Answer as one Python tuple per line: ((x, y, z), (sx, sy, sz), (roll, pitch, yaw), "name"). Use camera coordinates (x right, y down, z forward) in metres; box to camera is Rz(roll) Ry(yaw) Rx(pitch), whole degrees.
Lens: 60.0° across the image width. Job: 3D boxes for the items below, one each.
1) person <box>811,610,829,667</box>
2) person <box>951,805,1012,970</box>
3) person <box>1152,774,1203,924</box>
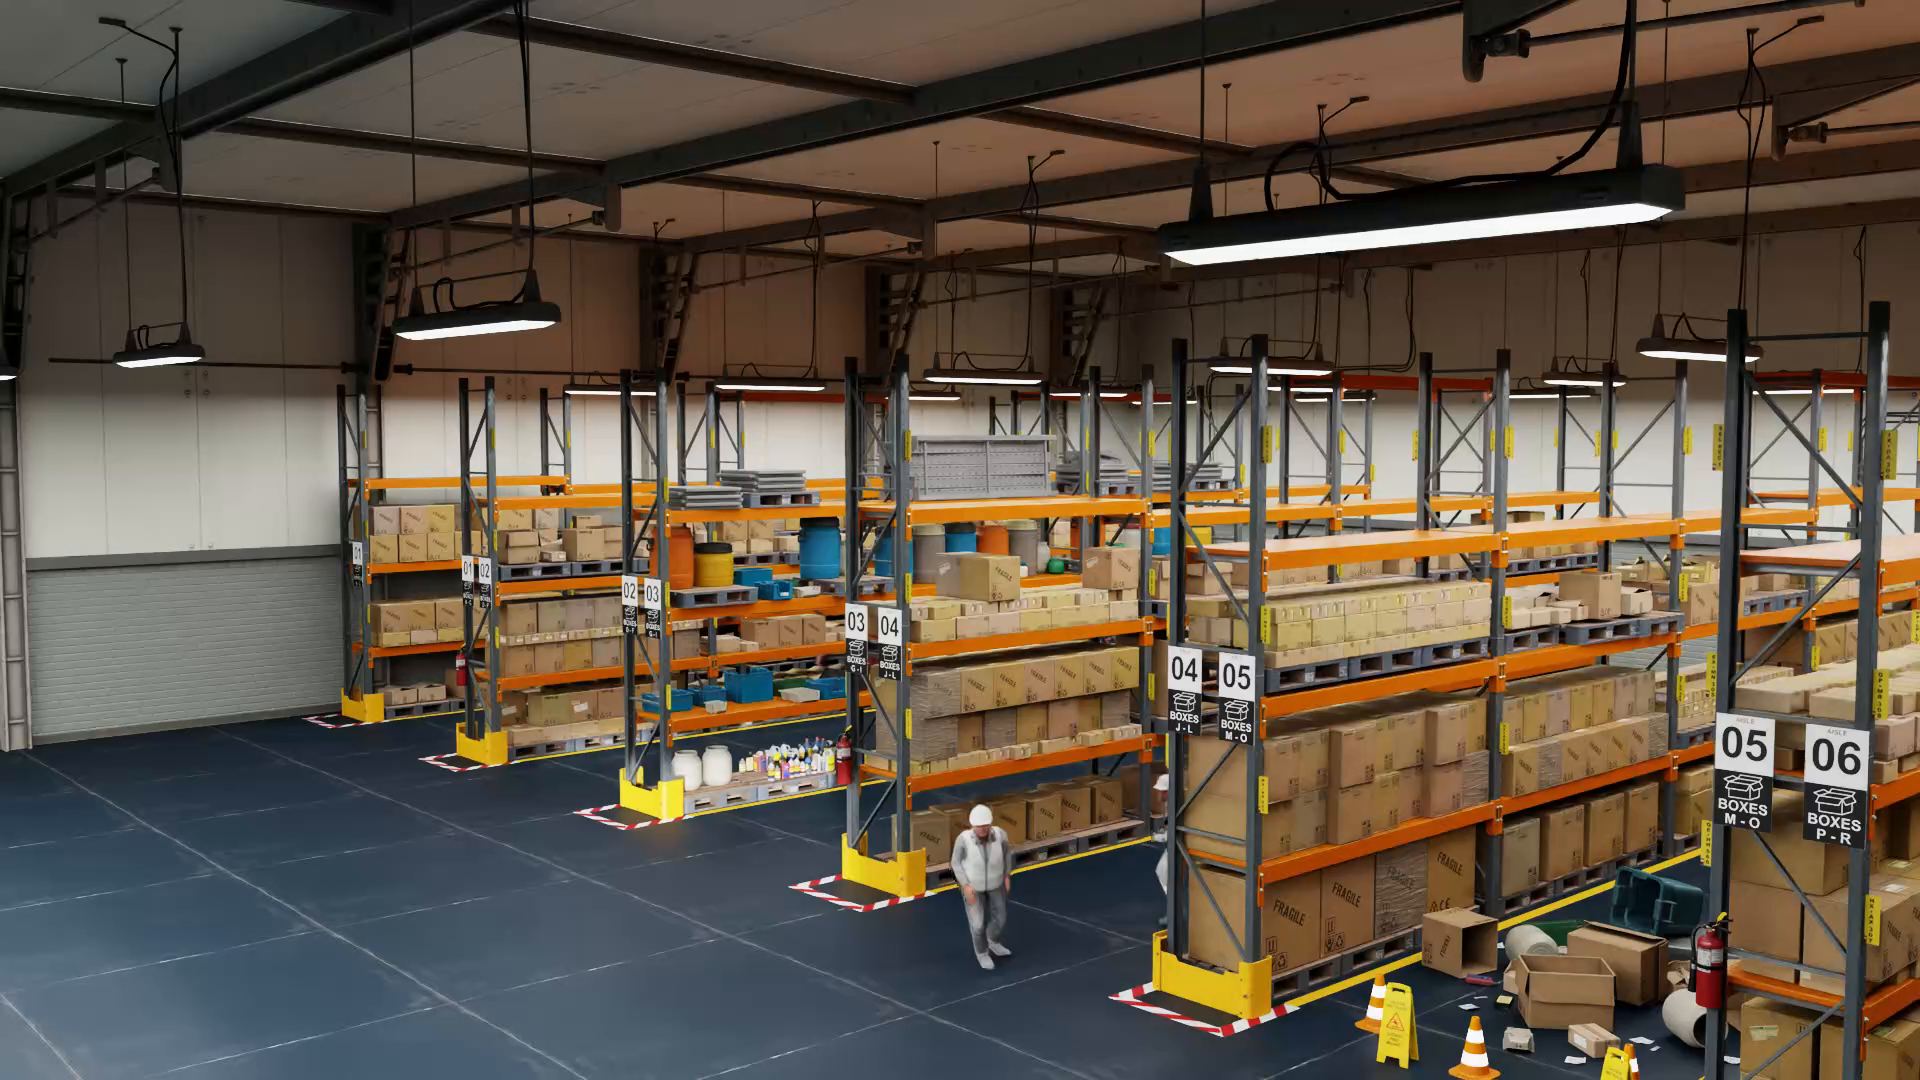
((-2.718, 2.195, 32.857), (0.576, 1.643, 0.938), (3, 5, 38), "person")
((0.224, 3.296, 15.939), (0.667, 1.653, 0.877), (-1, 4, -13), "person")
((2.415, 3.193, 17.410), (1.125, 1.586, 0.680), (-2, 4, -30), "person")
